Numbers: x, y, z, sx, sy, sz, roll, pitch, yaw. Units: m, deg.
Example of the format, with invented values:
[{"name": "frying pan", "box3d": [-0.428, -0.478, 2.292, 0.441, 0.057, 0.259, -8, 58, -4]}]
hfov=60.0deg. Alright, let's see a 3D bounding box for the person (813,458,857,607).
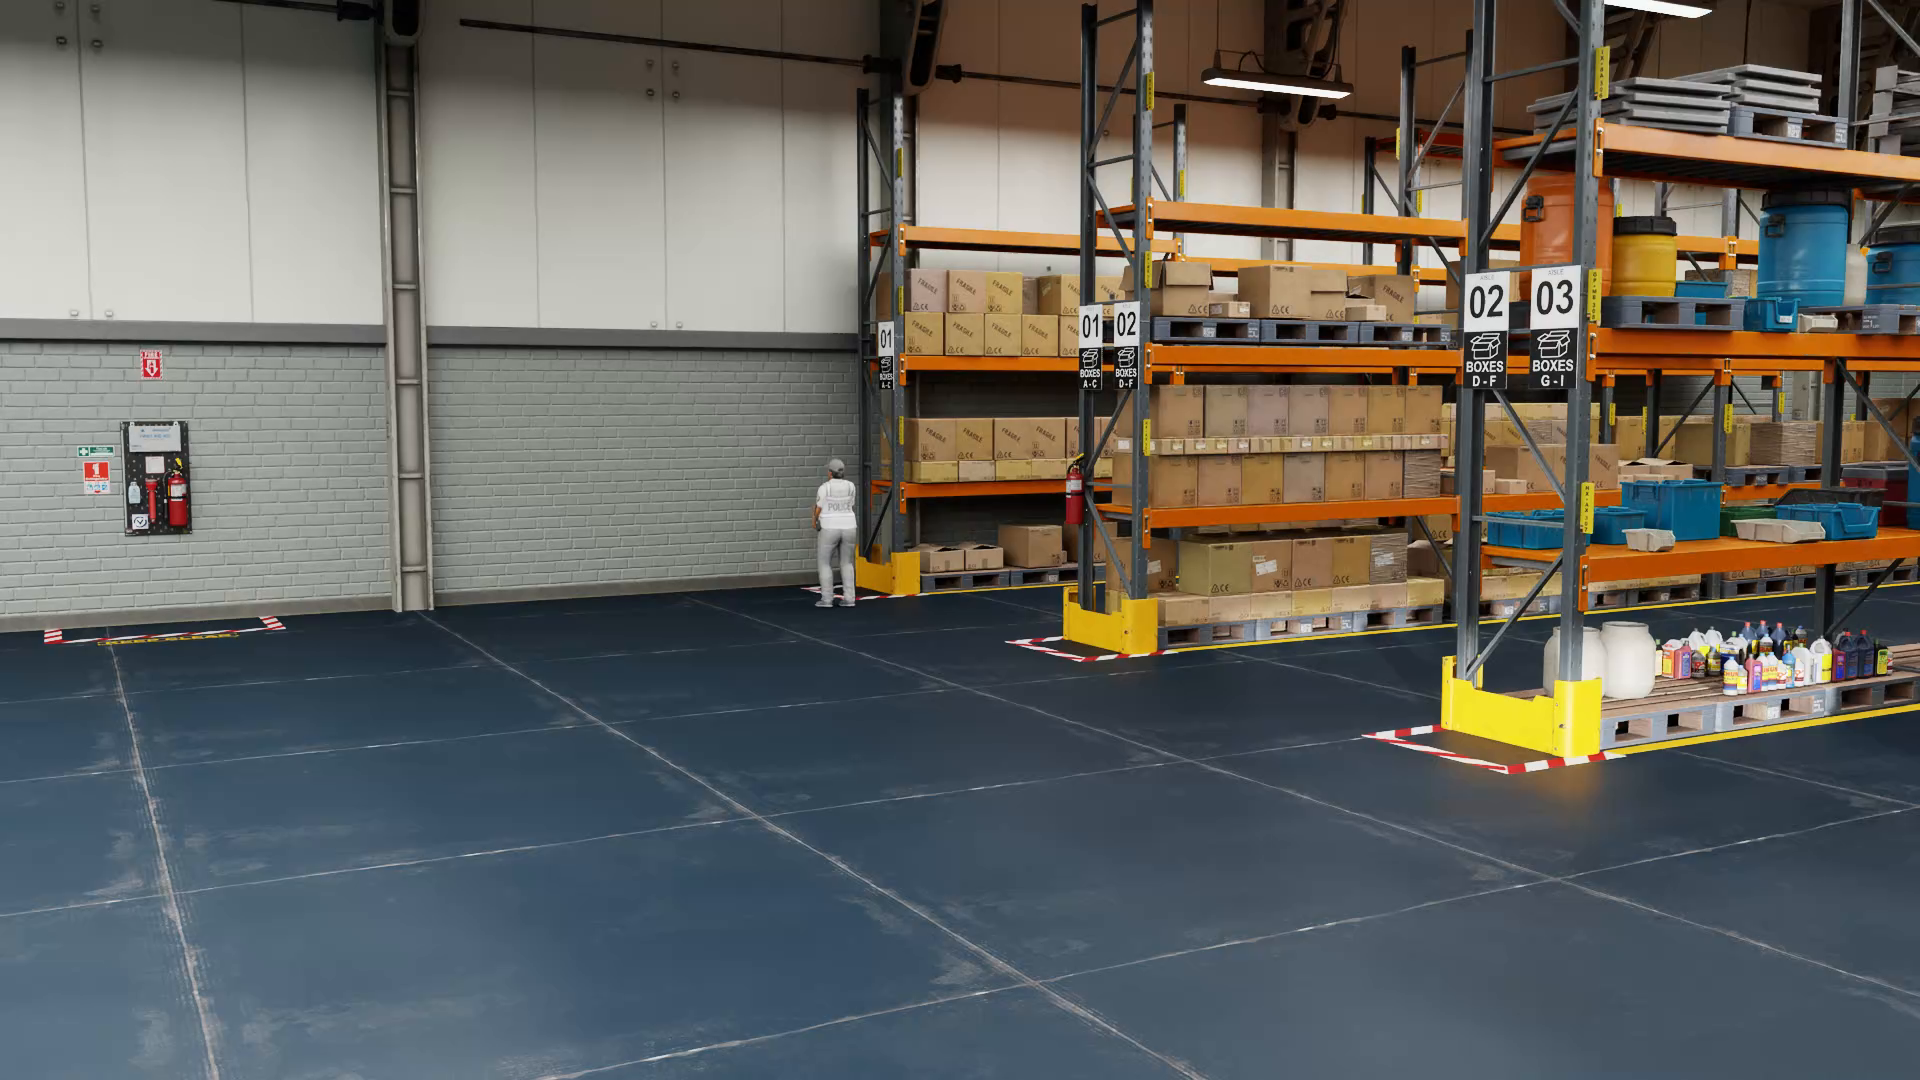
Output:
[{"name": "person", "box3d": [-1.405, -0.082, 18.439, 0.454, 1.655, 0.536, -3, 6, -29]}]
